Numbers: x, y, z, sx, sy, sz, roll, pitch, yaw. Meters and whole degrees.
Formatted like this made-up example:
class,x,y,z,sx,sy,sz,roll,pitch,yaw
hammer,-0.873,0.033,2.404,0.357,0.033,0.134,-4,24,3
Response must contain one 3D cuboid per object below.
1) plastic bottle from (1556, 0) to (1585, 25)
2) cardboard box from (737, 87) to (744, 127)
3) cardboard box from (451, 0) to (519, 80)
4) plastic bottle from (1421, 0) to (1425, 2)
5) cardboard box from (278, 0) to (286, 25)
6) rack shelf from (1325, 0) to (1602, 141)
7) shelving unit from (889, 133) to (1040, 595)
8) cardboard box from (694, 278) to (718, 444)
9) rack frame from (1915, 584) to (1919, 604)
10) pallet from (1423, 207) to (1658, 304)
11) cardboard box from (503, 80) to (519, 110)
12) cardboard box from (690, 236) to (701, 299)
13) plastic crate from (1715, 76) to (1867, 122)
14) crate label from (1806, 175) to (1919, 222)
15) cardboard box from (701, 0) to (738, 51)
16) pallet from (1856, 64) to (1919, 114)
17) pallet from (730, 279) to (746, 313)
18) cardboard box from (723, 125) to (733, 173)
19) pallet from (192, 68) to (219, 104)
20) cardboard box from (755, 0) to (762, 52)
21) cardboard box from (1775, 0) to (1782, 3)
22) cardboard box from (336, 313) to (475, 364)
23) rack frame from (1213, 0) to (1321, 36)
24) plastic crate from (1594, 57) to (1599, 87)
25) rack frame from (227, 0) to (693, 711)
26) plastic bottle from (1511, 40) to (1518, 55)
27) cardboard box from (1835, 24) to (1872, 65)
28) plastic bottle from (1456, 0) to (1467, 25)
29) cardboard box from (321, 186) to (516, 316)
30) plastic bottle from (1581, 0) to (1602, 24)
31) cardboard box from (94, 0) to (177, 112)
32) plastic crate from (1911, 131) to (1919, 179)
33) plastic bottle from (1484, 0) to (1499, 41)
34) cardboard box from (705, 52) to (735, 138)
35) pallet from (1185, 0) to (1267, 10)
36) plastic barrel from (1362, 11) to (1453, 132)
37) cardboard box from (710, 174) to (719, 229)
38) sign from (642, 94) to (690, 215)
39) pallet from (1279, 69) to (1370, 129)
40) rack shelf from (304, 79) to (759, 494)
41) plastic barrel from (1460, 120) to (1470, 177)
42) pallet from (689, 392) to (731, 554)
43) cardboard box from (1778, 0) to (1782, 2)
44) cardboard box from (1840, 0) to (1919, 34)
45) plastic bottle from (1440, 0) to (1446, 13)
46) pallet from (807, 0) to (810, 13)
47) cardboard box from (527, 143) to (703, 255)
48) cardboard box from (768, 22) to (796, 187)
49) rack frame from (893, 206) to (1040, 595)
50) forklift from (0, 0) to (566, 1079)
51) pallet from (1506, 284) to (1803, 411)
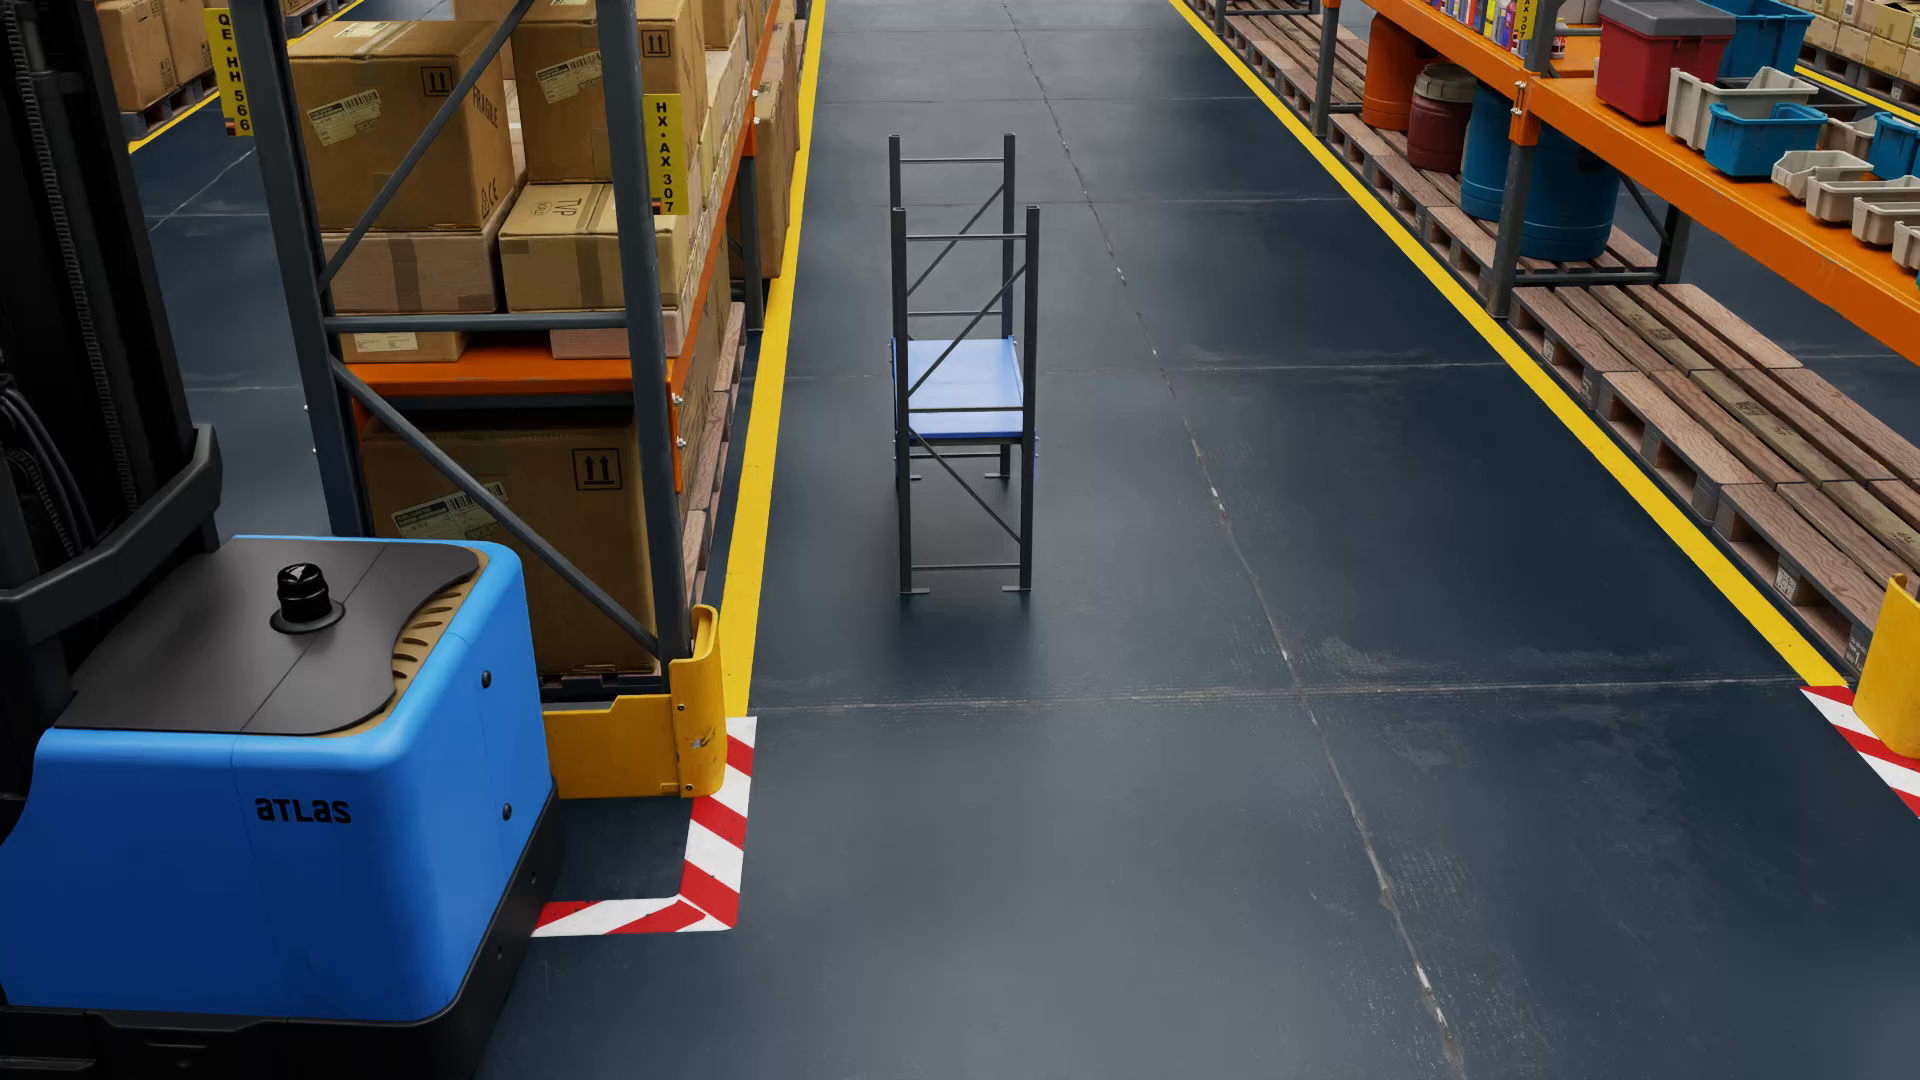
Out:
class,x,y,z,sx,sy,sz,roll,pitch,yaw
plastic bottle,3.551,-3.161,9.700,0.152,0.276,0.135,-1,28,-3
cardboard box,-1.182,-1.967,7.550,0.380,0.149,0.250,-2,28,-4
cardboard box,-1.732,-2.152,6.662,0.500,0.500,0.500,-2,28,-4
plastic bottle,2.958,-3.513,10.376,0.152,0.276,0.135,-1,28,-3
cardboard box,-6.806,-4.975,15.023,1.050,0.750,0.750,-2,28,-3
rack shelf,3.290,-3.173,10.369,1.077,0.370,4.000,-1,28,-3
shelving unit,-0.004,-0.704,6.479,0.538,1.500,1.048,-1,28,-3
cardboard box,-1.550,-0.971,7.211,0.875,0.875,0.875,-1,28,-3
rack frame,3.603,-0.721,4.890,1.000,3.000,0.127,-1,28,-3
pallet,3.396,-1.690,9.761,1.003,0.211,1.213,-1,28,-3
cardboard box,-1.717,-1.594,6.404,0.500,0.250,0.500,-1,28,-3
cardboard box,-1.060,-0.899,5.502,0.380,0.149,0.250,-2,28,-4
plastic crate,3.721,-1.963,7.503,0.437,0.125,0.590,-1,28,-3
crate label,3.340,-1.266,6.153,0.396,0.136,0.243,-1,28,-3
cardboard box,-1.239,-2.410,7.156,0.500,0.500,0.500,-1,28,-2
pallet,8.128,-3.679,13.575,1.003,0.211,1.213,-1,28,-3
pallet,-1.667,-1.567,9.527,1.003,0.211,1.213,-1,28,-3
cardboard box,-1.141,-1.611,6.868,0.380,0.149,0.250,-2,28,-3
pallet,-6.746,-3.915,14.028,1.003,0.211,1.213,-1,28,-3
cardboard box,-1.353,-2.944,9.043,0.500,0.500,0.500,-1,28,-3
cardboard box,7.723,-4.920,15.458,0.500,0.250,0.500,-1,28,-1
cardboard box,-1.690,-0.647,5.019,0.380,0.149,0.250,-1,28,-2
rack frame,2.977,-6.263,15.515,1.000,3.000,0.127,-1,28,-3
plastic crate,3.276,-2.260,8.060,0.396,0.136,0.243,-1,28,-3
rack frame,-1.343,-0.602,4.660,1.000,3.000,0.127,-1,28,-3
plastic bottle,3.018,-2.708,8.913,0.097,0.201,0.097,0,28,0
cardboard box,7.808,-4.208,14.094,0.500,0.250,0.500,-1,28,-1
plastic bottle,2.999,-3.152,9.683,0.152,0.276,0.135,-1,28,-3
cardboard box,-1.633,-0.885,5.043,0.500,0.250,0.500,-2,28,-3
plastic bottle,3.702,-3.164,9.707,0.152,0.276,0.135,-1,28,-3
cardboard box,-6.661,-3.695,12.570,1.050,0.750,0.750,-2,28,-3
plastic crate,3.851,-1.404,6.314,0.416,0.233,0.300,-1,28,-3
plastic bottle,3.020,-2.963,9.242,0.144,0.351,0.185,-1,28,-3
cardboard box,-1.210,-1.842,6.879,0.500,0.250,0.500,-1,28,-2
pallet,2.917,-5.903,17.839,1.003,0.211,1.213,-1,28,-3
plastic barrel,3.228,-3.414,11.946,0.600,0.830,0.708,-1,28,-3
cardboard box,-1.101,-1.256,6.186,0.380,0.149,0.250,-2,28,-3
sign,-0.788,-1.031,4.462,0.100,0.325,0.005,-1,28,-3
pallet,3.184,-3.538,13.306,1.003,0.211,1.213,-1,28,-3
rack shelf,-1.447,-1.207,6.598,1.077,0.370,4.000,-1,28,-3
plastic barrel,3.406,-2.493,10.523,0.421,0.512,0.421,0,28,0
pallet,-1.523,-0.295,7.087,1.003,0.211,1.213,-1,28,-3
cardboard box,7.717,-5.169,15.329,0.500,0.311,0.500,-2,28,-3
cardboard box,7.802,-4.459,13.968,0.500,0.311,0.500,-2,28,-3
plastic bottle,2.953,-3.279,10.007,0.097,0.201,0.097,0,28,0
pallet,-2.106,-5.781,17.606,1.003,0.211,1.213,-1,28,-3
cardboard box,-1.132,-1.135,5.524,0.500,0.250,0.500,-2,28,-3
cardboard box,-1.706,-2.809,10.737,1.225,0.875,0.875,-1,28,-2
rack frame,0.022,-0.470,6.029,0.500,1.500,0.032,-1,28,-3
forklift,-2.684,-0.165,3.896,3.031,2.935,1.130,2,28,3
pallet,3.472,-0.994,8.427,1.003,0.211,1.213,-1,28,-3
